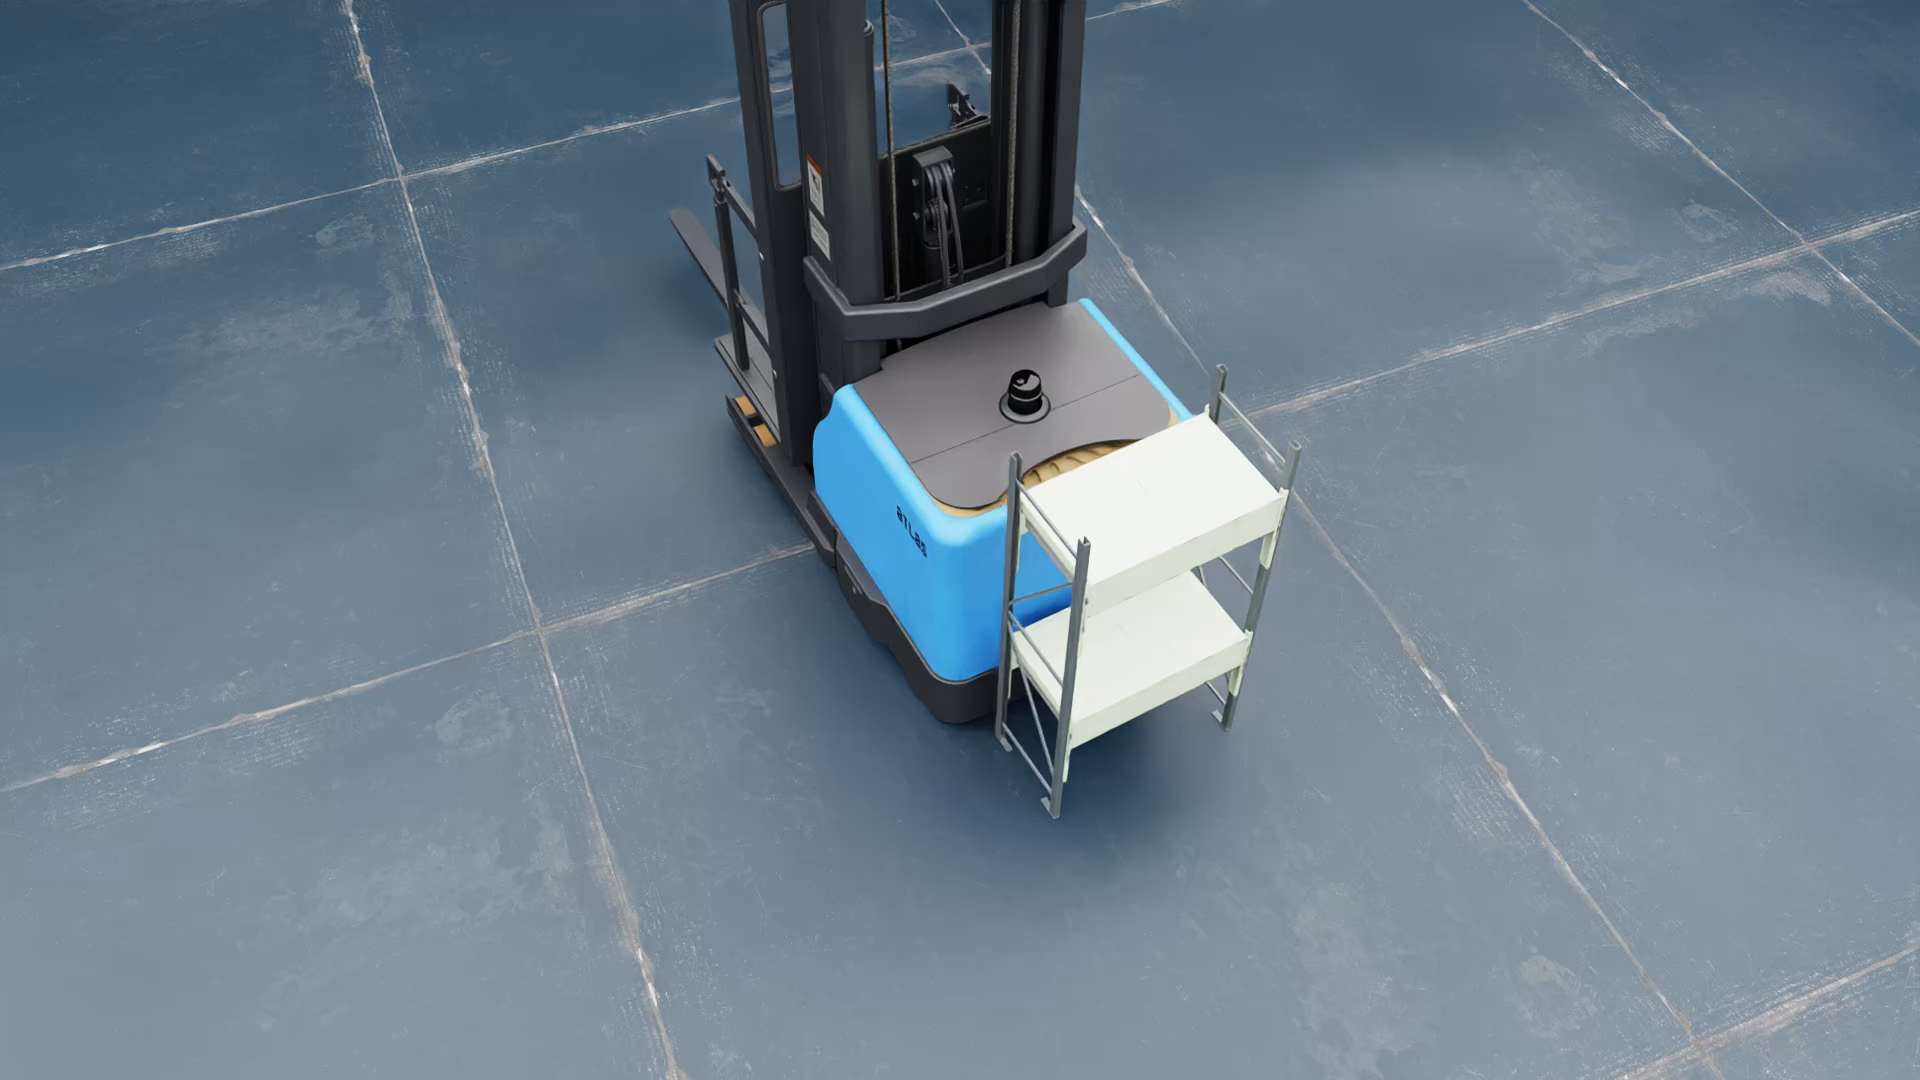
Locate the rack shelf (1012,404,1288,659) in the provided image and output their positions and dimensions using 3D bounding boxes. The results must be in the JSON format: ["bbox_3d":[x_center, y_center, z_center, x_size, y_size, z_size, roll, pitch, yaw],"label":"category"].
[{"bbox_3d":[0.567,-0.032,5.108,0.720,0.370,0.431,-24,55,-19],"label":"rack shelf"}]

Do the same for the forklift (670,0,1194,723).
[{"bbox_3d":[-0.315,-1.425,5.882,1.130,2.935,3.031,-22,53,-18],"label":"forklift"}]

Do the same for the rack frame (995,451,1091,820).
[{"bbox_3d":[0.245,0.354,5.290,0.023,1.500,0.400,-24,55,-19],"label":"rack frame"}]

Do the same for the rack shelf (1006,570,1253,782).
[{"bbox_3d":[0.558,0.422,5.662,0.720,0.370,0.431,-24,55,-19],"label":"rack shelf"}]

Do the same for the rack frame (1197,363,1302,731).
[{"bbox_3d":[0.878,0.076,5.529,0.023,1.500,0.400,-24,55,-19],"label":"rack frame"}]

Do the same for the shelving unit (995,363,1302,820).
[{"bbox_3d":[0.562,0.215,5.410,0.755,1.500,0.431,-24,55,-19],"label":"shelving unit"}]
